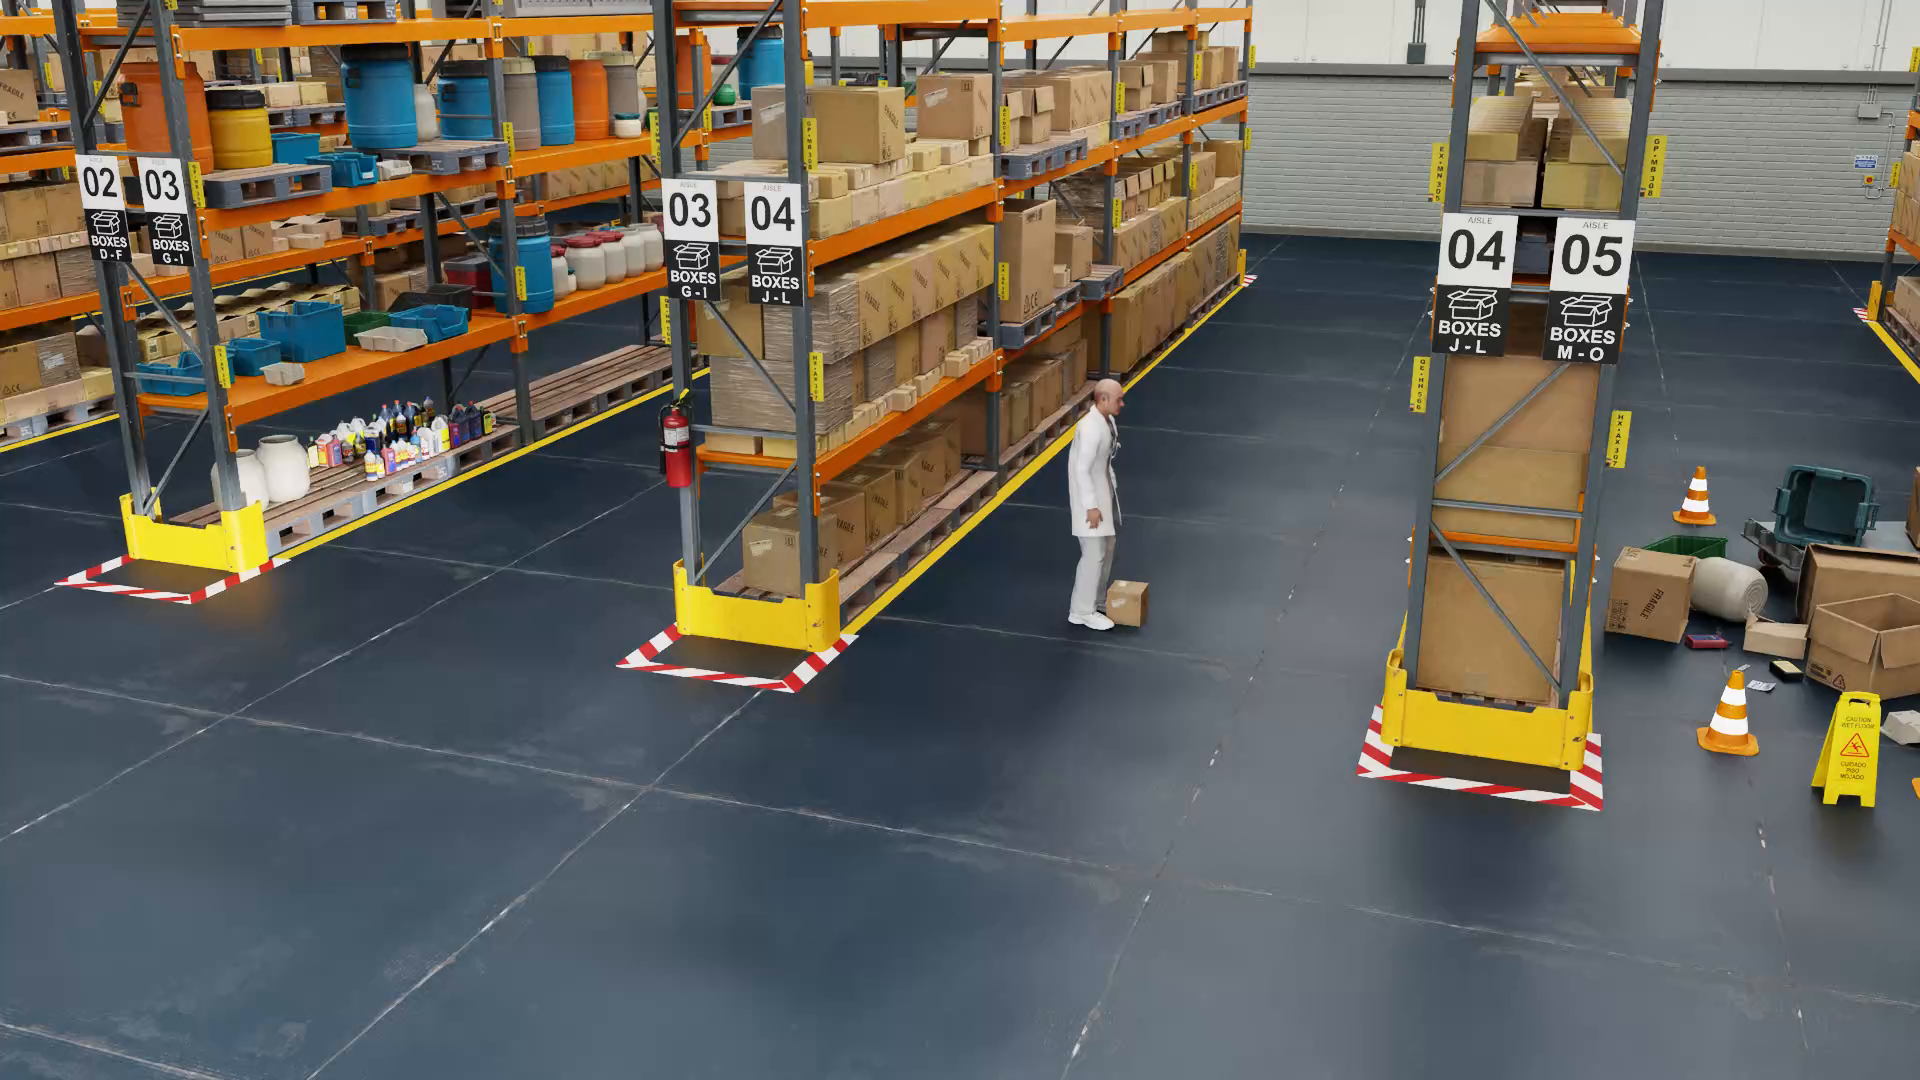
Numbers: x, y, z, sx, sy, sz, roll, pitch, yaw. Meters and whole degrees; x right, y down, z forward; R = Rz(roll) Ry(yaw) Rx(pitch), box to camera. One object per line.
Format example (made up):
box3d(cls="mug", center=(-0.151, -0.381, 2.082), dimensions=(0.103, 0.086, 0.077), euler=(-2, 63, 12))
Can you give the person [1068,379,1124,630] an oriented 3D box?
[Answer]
box3d(cls="person", center=(0.991, -0.286, 11.943), dimensions=(0.417, 1.774, 0.643), euler=(6, 19, 19))
